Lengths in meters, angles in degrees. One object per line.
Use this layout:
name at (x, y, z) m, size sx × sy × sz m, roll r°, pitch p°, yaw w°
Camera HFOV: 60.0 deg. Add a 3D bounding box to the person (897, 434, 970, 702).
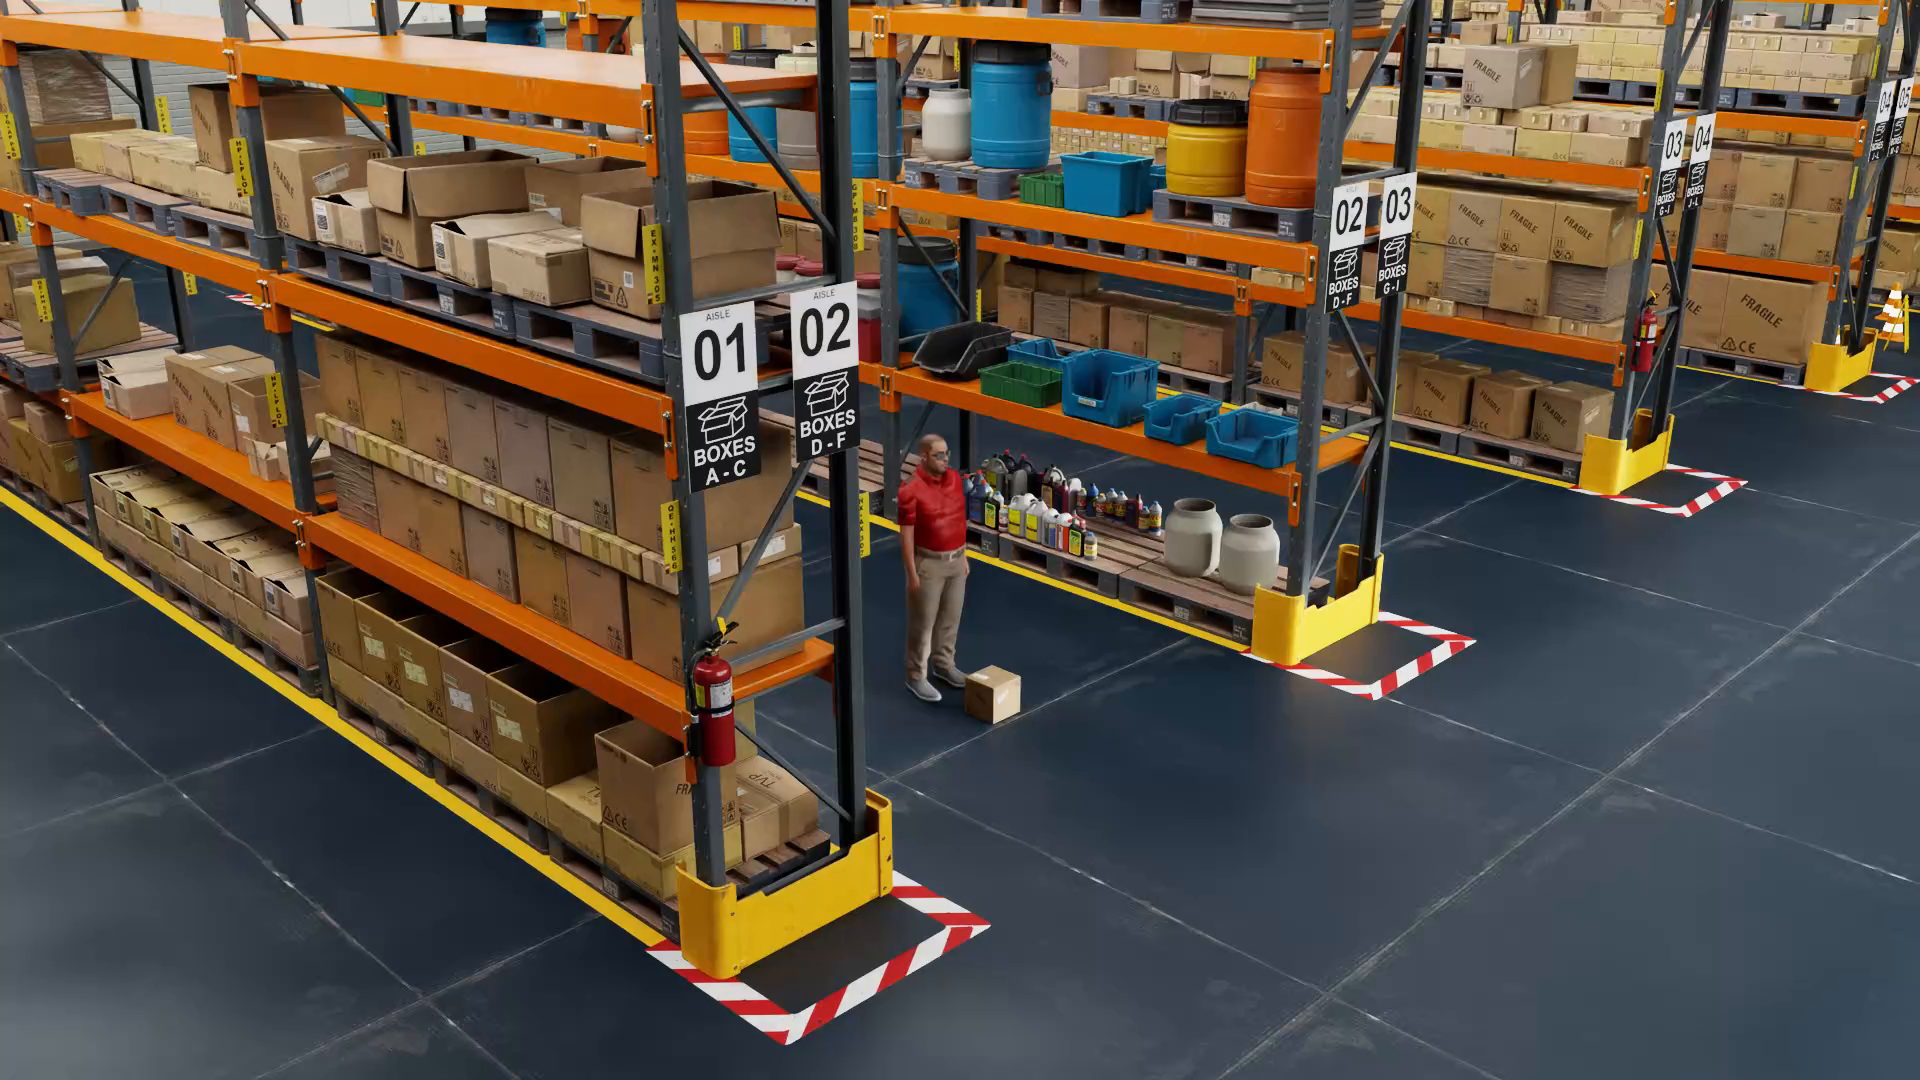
person at (-0.138, 0.162, 10.650) m, size 0.359 × 1.725 × 0.527 m, roll 19°, pitch 28°, yaw 41°
